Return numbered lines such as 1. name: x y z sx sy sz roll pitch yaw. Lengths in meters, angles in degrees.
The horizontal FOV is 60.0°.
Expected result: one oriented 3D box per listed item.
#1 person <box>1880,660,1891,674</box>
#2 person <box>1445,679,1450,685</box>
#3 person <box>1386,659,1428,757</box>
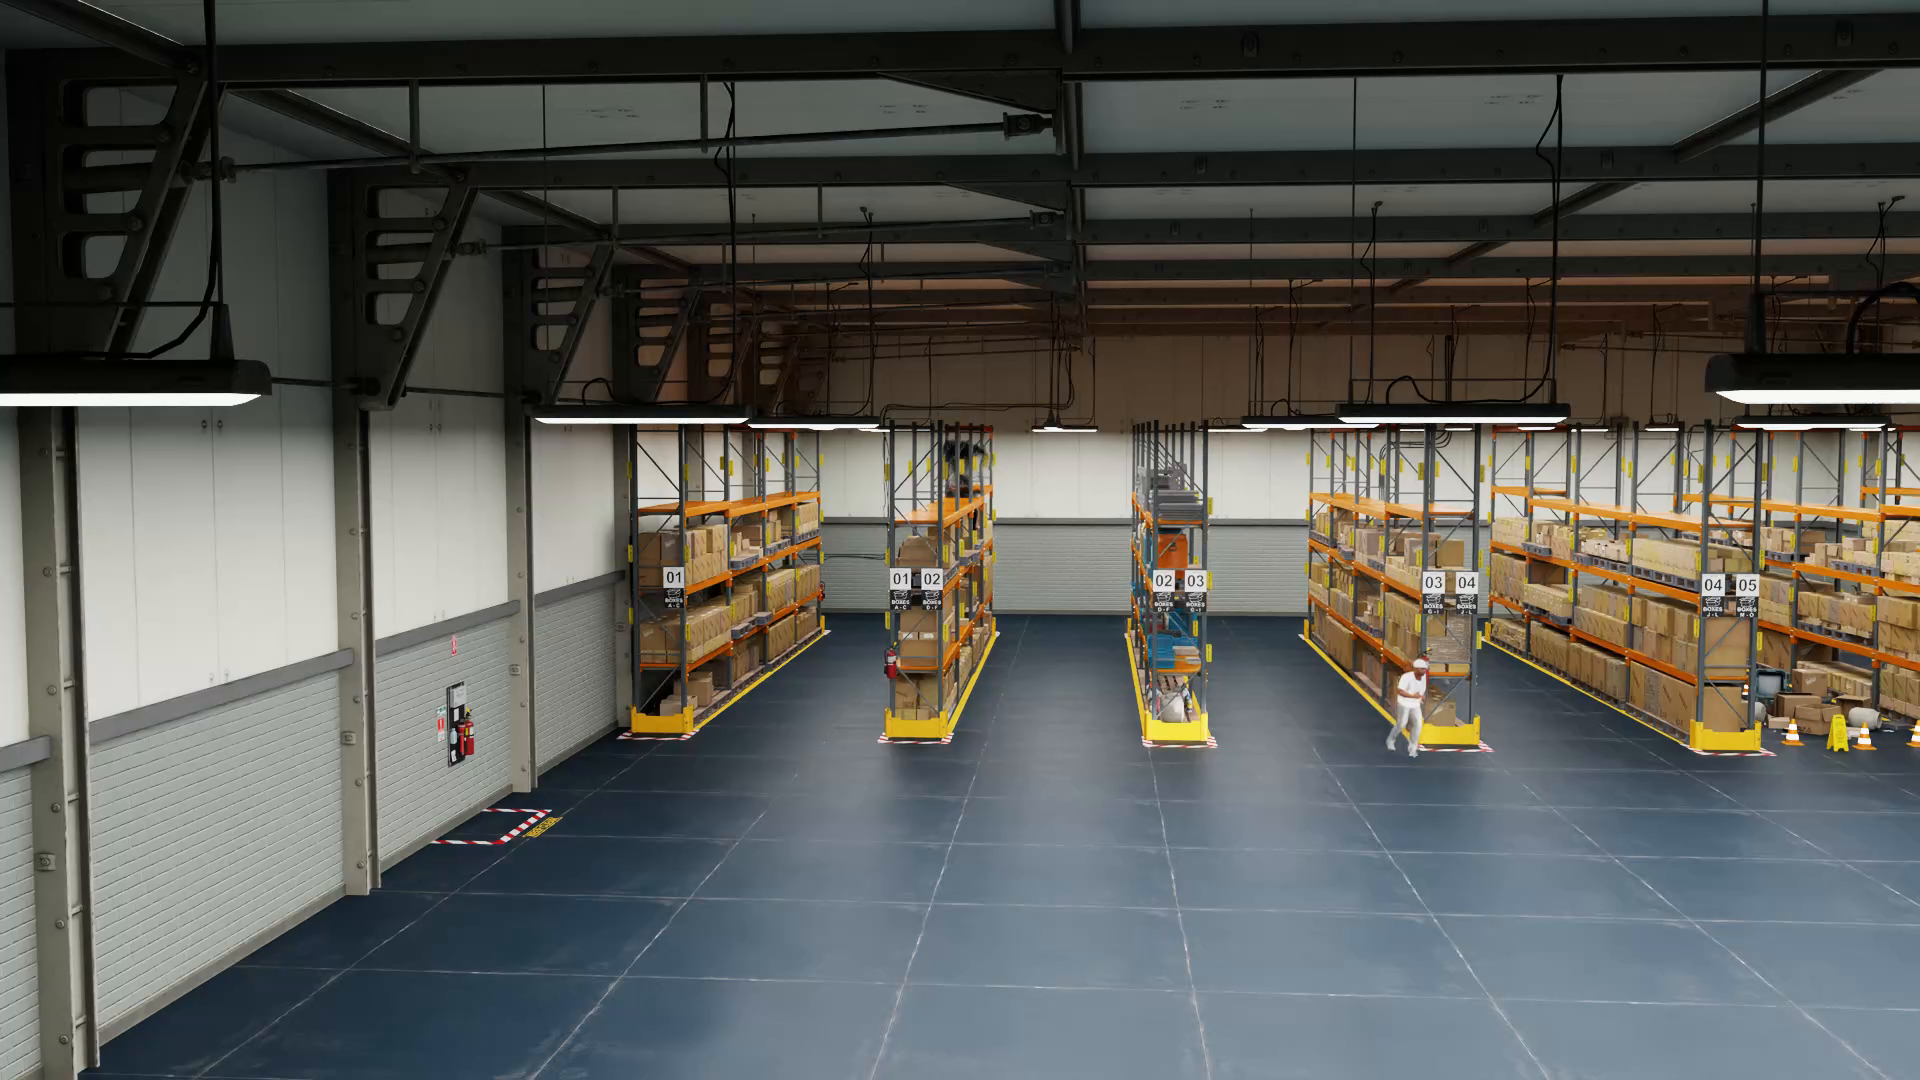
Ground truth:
1. person: 21.231 2.462 38.107 0.672 1.793 0.813 0 4 -2
2. person: 11.234 2.463 38.538 0.663 1.731 0.974 0 4 5
3. person: 8.067 3.017 29.804 0.752 1.804 0.853 -2 4 -26
